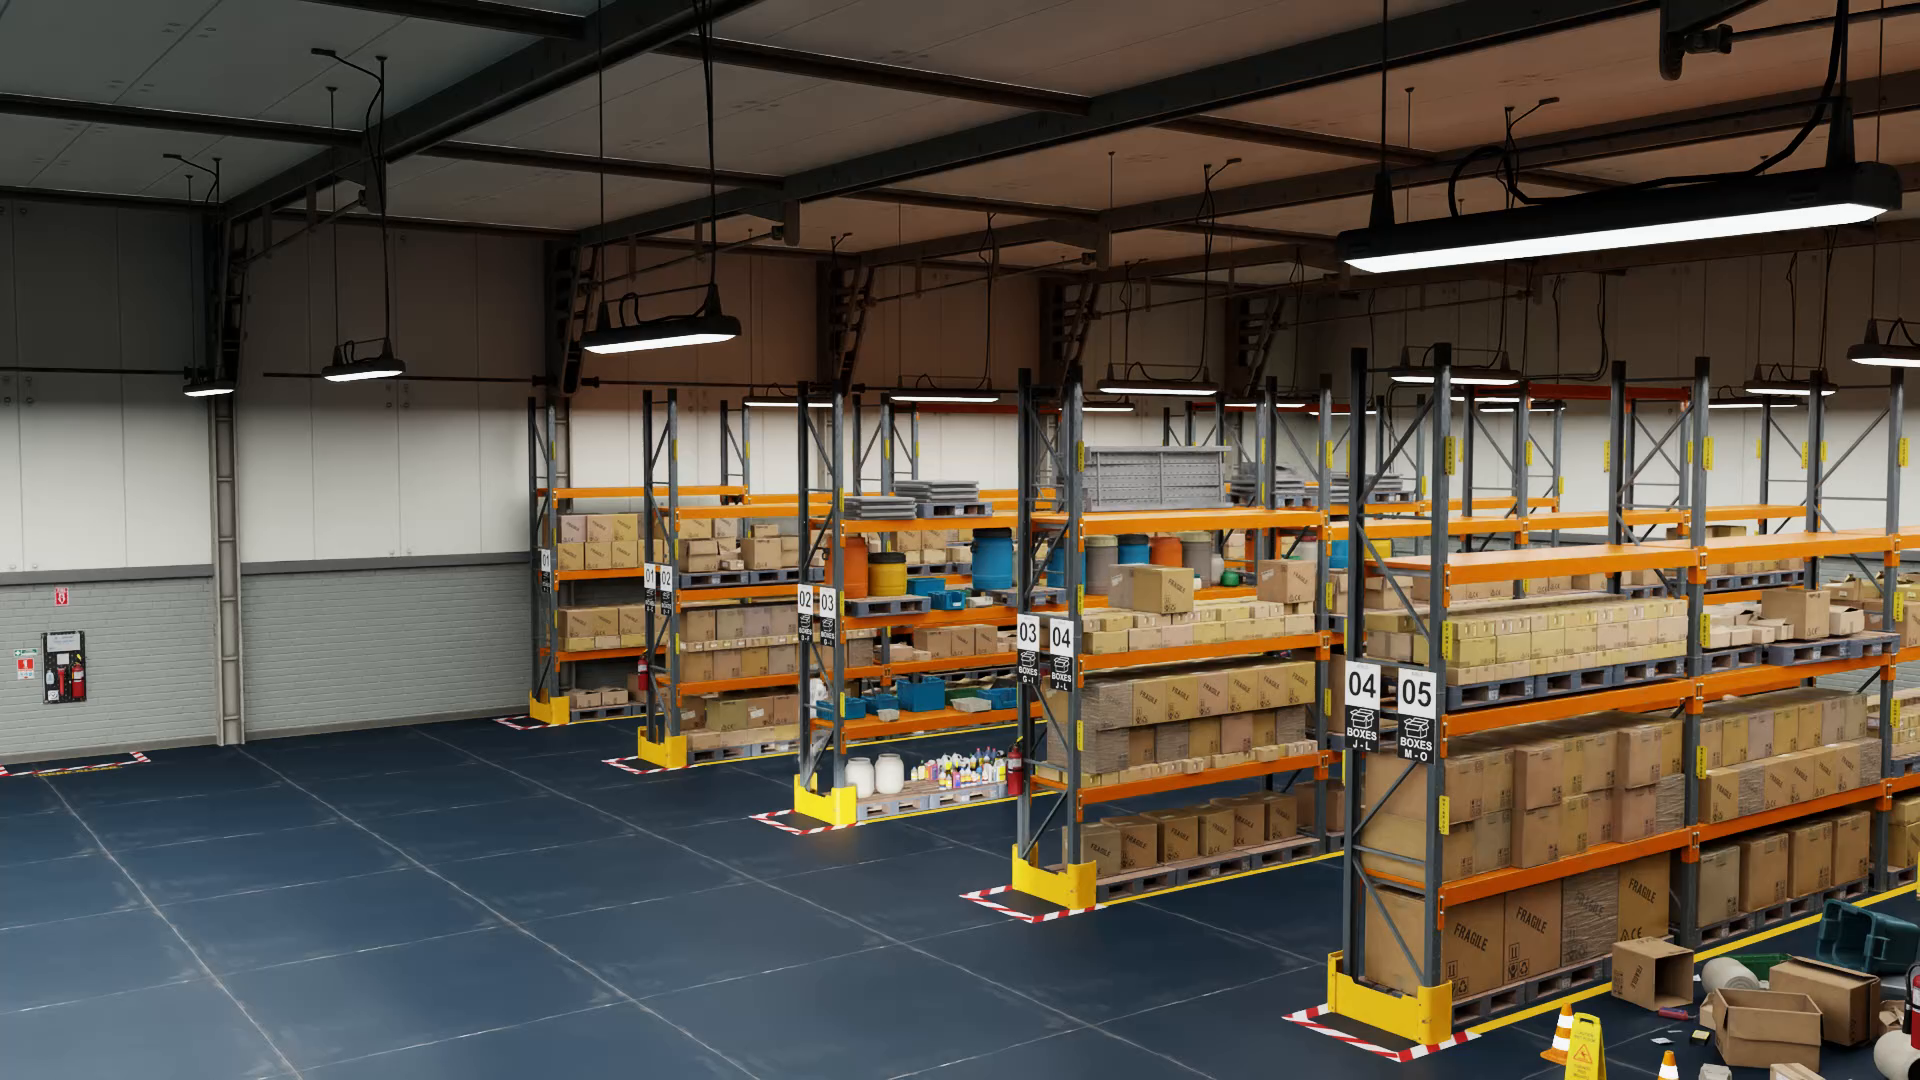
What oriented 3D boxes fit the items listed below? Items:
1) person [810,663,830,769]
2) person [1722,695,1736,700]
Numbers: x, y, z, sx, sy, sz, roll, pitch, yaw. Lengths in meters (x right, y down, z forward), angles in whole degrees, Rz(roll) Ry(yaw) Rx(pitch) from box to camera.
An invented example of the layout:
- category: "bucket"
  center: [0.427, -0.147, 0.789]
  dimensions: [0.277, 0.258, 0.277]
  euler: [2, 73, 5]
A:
- category: "person"
  center: [-2.278, 2.772, 26.159]
  dimensions: [0.434, 1.674, 0.516]
  euler: [-1, 4, -24]
- category: "person"
  center: [10.684, 2.972, 23.036]
  dimensions: [1.125, 1.661, 0.574]
  euler: [-2, 4, -30]
